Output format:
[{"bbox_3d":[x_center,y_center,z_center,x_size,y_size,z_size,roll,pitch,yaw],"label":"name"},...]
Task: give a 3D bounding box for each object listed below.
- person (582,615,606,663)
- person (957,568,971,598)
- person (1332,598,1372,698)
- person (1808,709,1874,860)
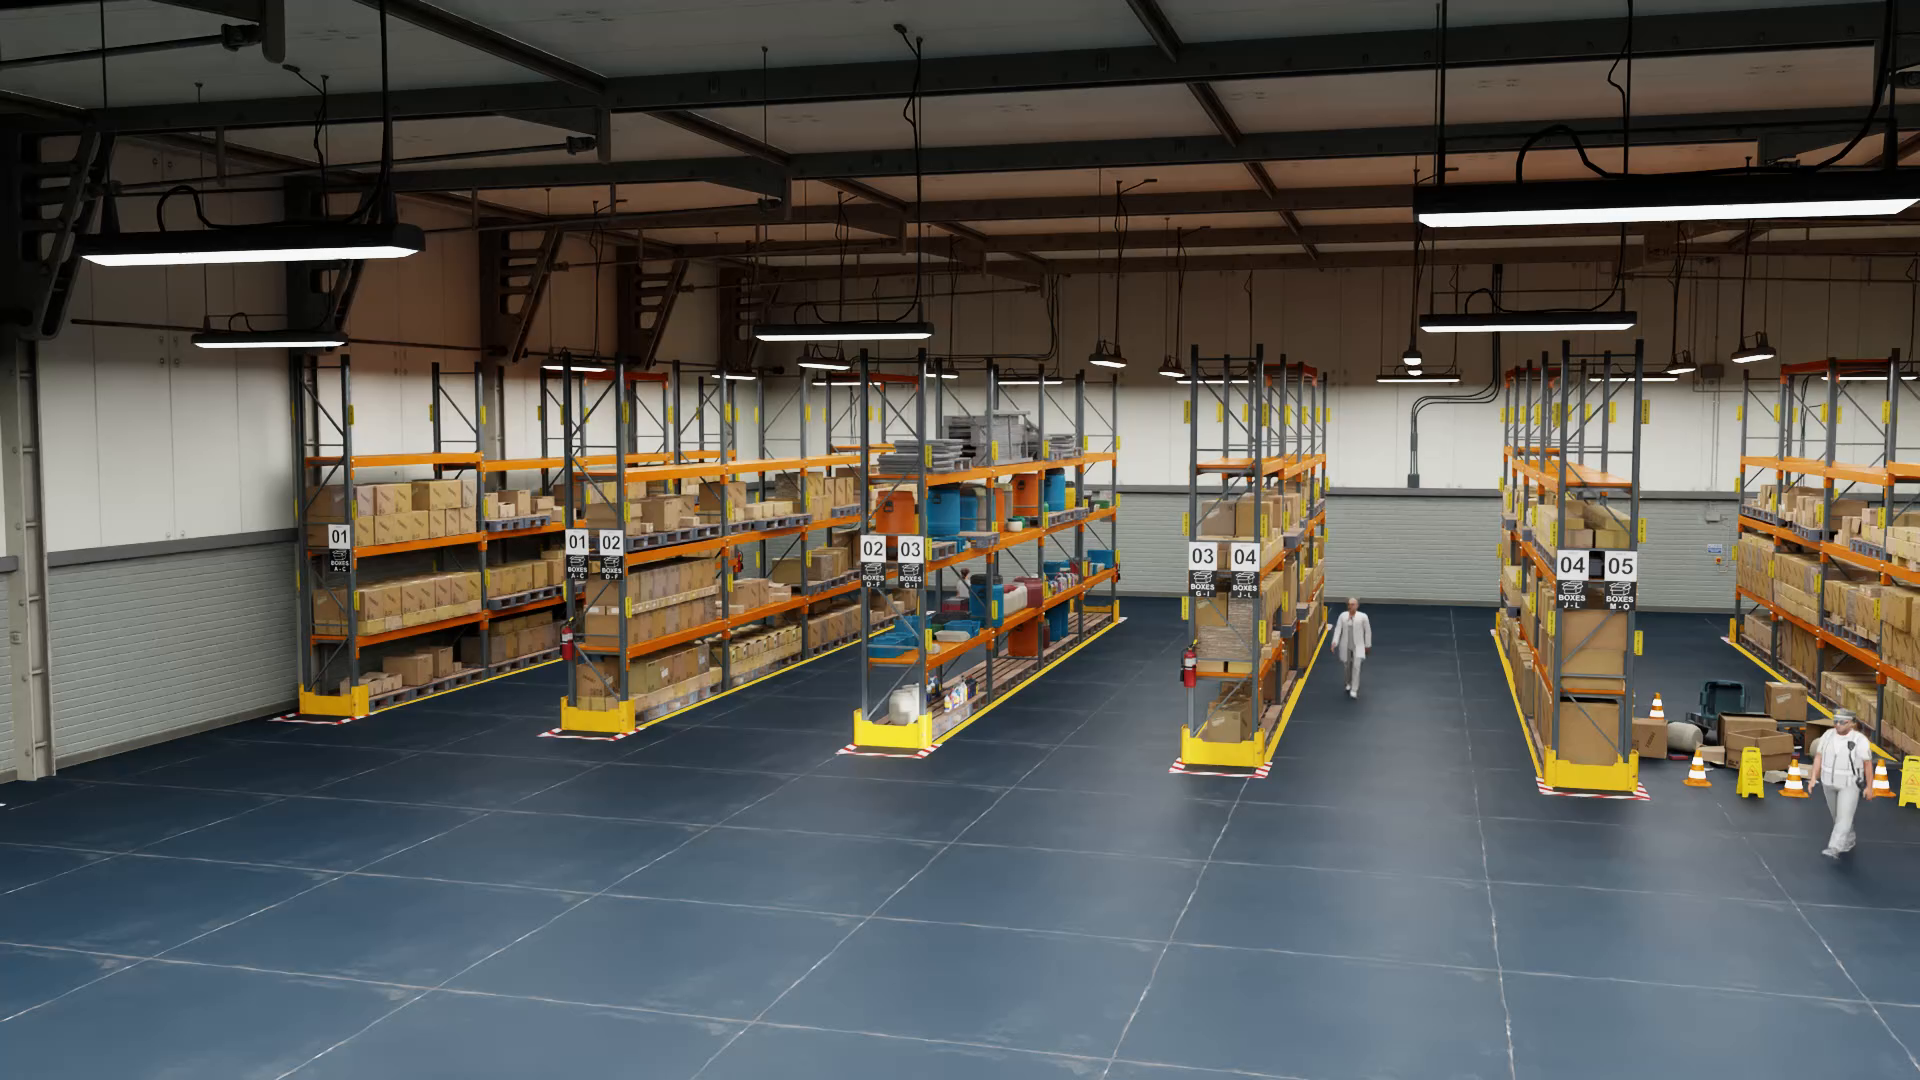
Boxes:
[{"bbox_3d":[-7.020,1.830,31.819,0.523,1.535,1.009,1,4,7],"label":"person"},{"bbox_3d":[0.102,1.442,36.437,0.495,1.669,0.504,4,6,44],"label":"person"},{"bbox_3d":[6.983,1.893,29.668,0.678,1.713,1.142,1,5,19],"label":"person"},{"bbox_3d":[9.876,2.739,18.727,1.107,1.677,0.564,-3,5,-33],"label":"person"}]
